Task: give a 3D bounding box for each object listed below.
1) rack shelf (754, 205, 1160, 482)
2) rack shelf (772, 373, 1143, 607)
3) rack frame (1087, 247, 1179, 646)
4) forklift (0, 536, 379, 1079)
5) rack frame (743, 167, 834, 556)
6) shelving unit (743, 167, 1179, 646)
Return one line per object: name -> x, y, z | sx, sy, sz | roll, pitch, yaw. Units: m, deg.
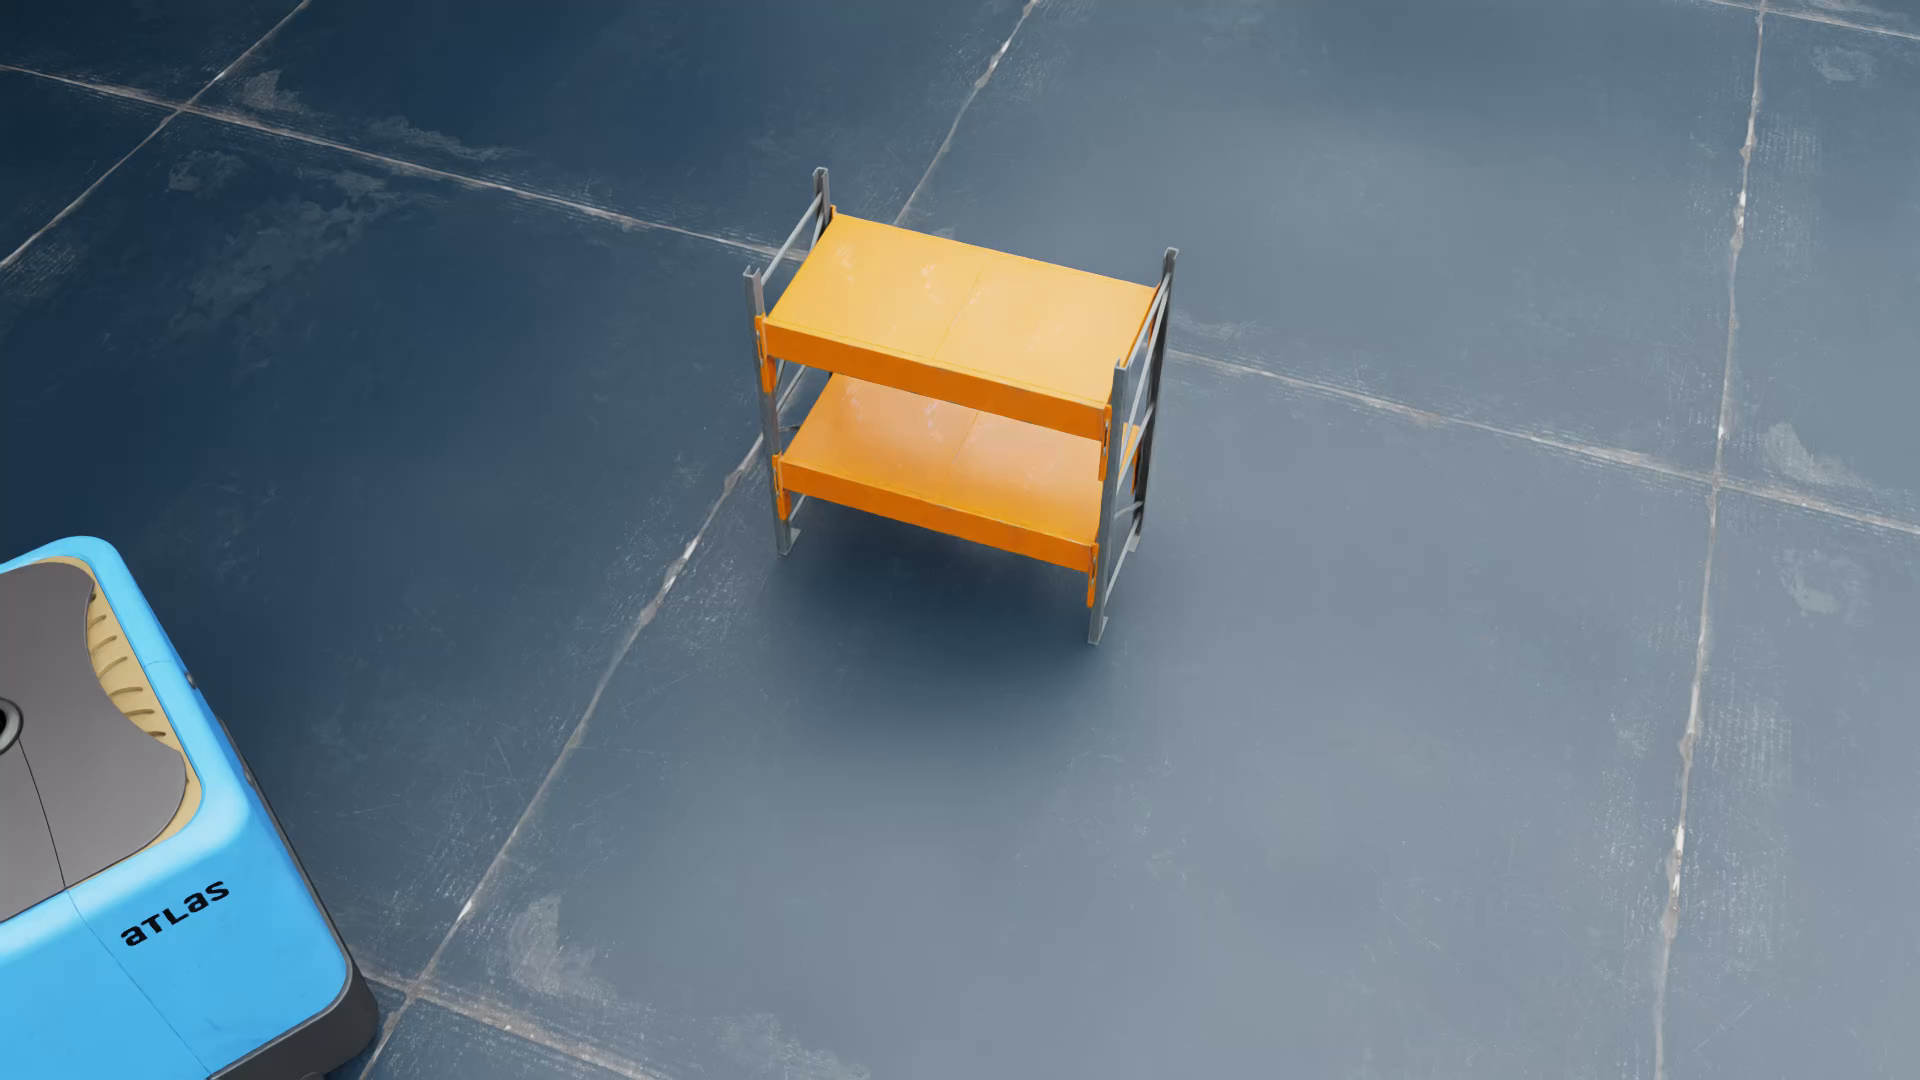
rack shelf -> 0.006, -0.558, 4.602 | 1.000, 0.278, 0.538 | 16, 51, 13
rack shelf -> 0.006, -0.206, 5.008 | 1.000, 0.278, 0.538 | 16, 51, 13
rack frame -> 0.483, -0.234, 4.708 | 0.032, 1.125, 0.500 | 16, 51, 13
forklift -> -2.929, 0.661, 2.738 | 3.031, 2.935, 1.130 | -29, 55, -23
rack frame -> -0.471, -0.500, 4.939 | 0.032, 1.125, 0.500 | 16, 51, 13
shelving unit -> 0.006, -0.367, 4.823 | 1.048, 1.125, 0.538 | 16, 51, 13
